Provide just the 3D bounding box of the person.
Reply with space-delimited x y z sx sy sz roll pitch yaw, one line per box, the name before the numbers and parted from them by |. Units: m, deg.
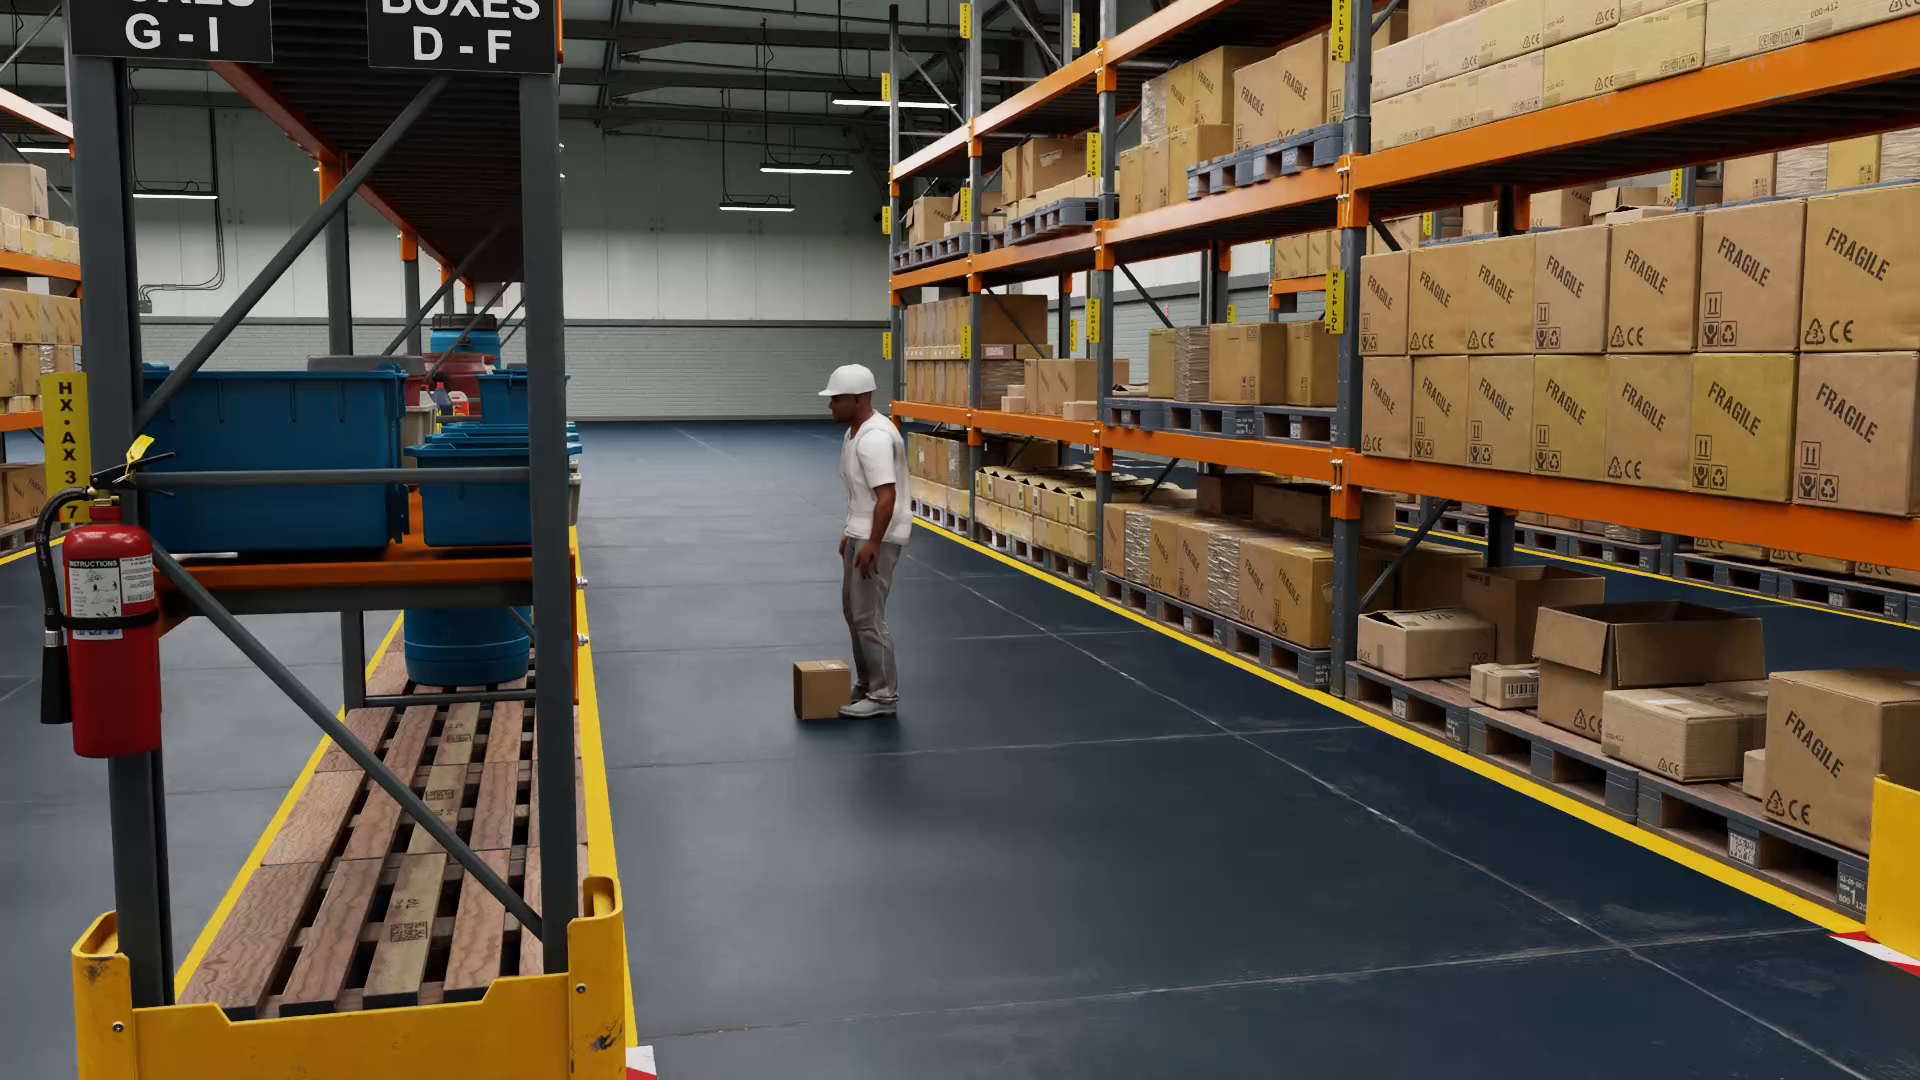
person | -0.482 -0.002 8.389 0.459 1.761 0.626 -2 6 -14
